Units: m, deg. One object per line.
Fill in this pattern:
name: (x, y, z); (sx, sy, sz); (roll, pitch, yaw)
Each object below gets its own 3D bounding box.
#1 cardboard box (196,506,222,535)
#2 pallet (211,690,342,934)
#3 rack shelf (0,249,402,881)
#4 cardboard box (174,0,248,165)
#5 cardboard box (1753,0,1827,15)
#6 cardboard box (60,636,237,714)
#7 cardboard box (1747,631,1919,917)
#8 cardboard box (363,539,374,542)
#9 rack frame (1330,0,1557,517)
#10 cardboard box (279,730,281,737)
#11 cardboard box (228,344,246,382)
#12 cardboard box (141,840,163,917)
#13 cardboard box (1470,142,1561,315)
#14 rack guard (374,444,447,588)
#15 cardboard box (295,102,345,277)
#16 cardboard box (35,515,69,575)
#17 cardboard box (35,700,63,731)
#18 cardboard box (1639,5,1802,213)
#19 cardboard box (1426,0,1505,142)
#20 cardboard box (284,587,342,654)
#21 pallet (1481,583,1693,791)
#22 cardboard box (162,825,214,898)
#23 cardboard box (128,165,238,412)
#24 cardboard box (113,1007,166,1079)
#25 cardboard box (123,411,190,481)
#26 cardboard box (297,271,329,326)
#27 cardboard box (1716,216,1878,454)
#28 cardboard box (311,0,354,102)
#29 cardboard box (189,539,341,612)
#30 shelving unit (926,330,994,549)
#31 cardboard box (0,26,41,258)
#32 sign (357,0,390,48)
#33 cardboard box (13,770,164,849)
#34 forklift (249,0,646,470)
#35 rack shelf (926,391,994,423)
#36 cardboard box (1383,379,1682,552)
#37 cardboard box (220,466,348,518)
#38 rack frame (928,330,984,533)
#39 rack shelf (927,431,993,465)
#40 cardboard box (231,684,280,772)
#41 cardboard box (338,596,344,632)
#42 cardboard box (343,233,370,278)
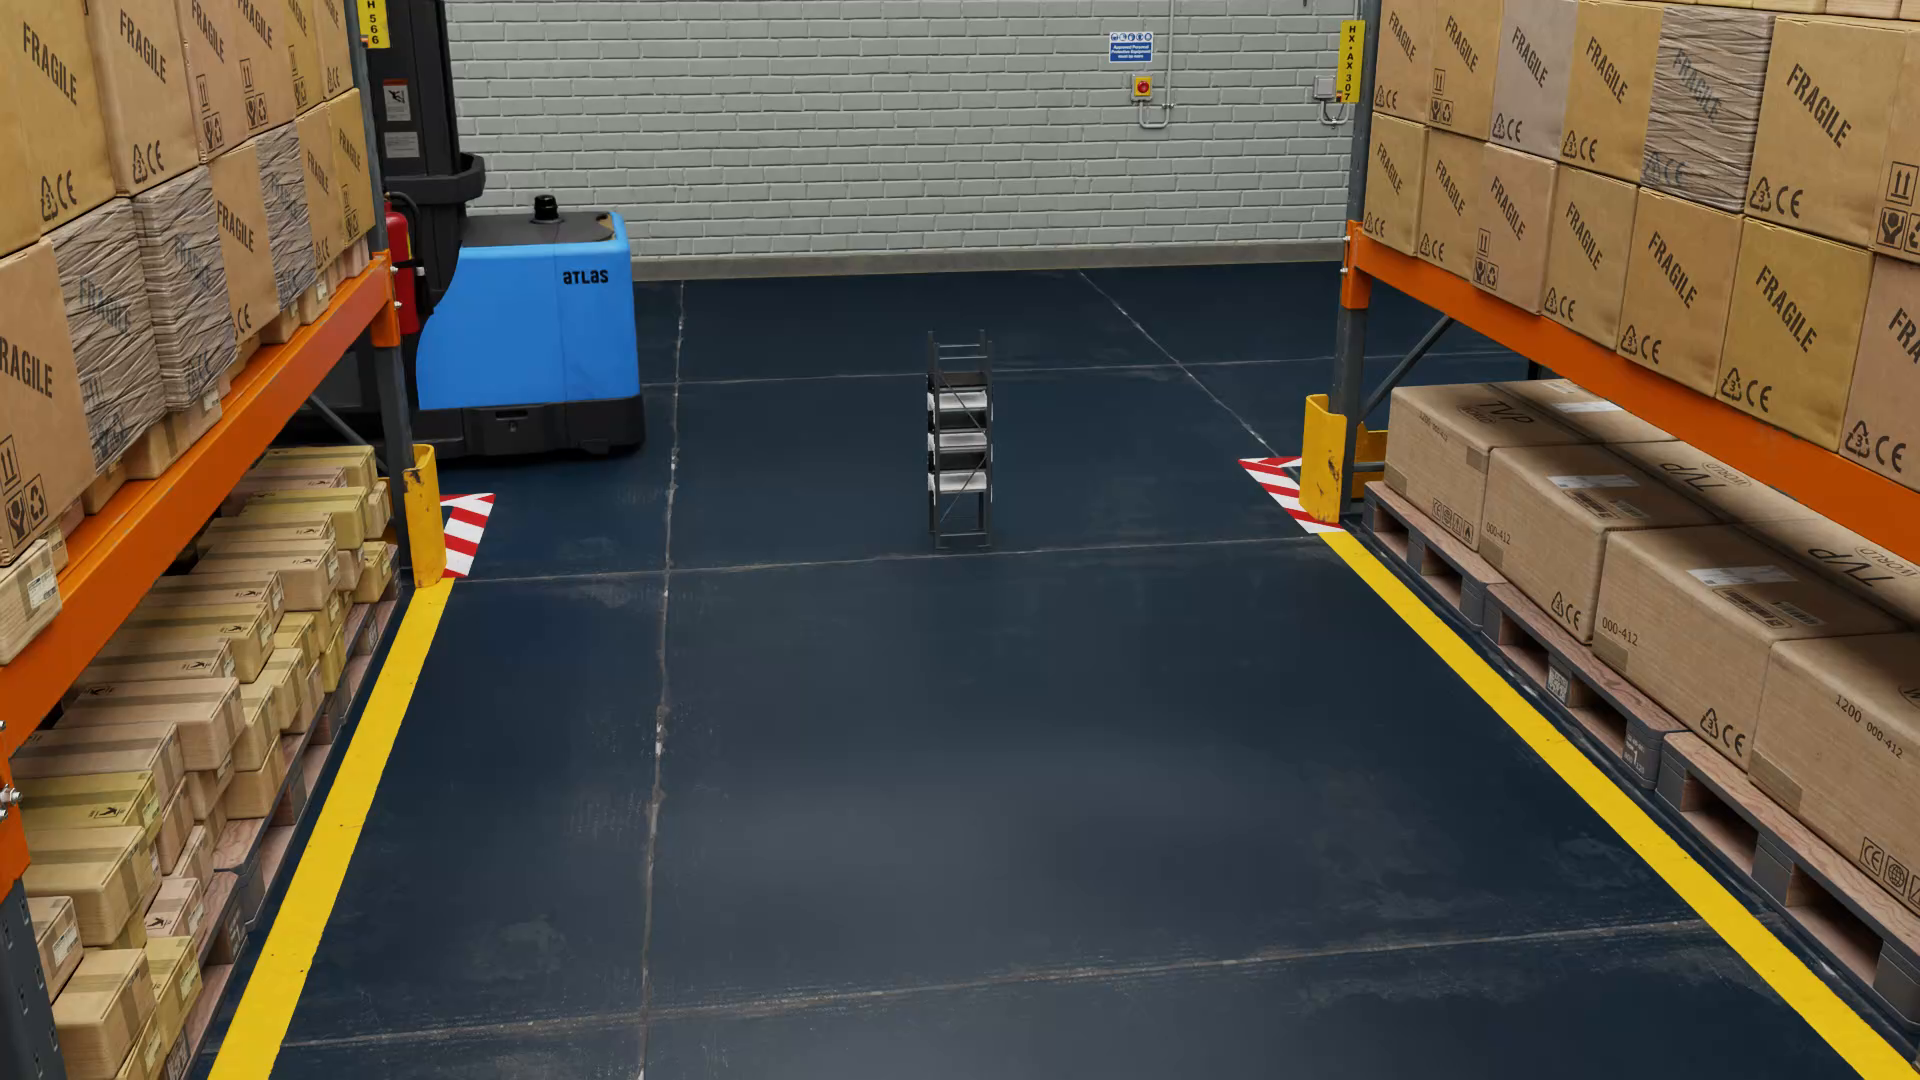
cardboard box: (-2.825, -0.123, 5.884); (0.380, 0.149, 0.250); (-3, 21, -7)
pallet: (-2.458, 0.766, 4.864); (1.003, 0.211, 1.213); (-3, 21, -8)
rack shelf: (-2.435, -0.242, 4.605); (1.077, 0.370, 4.000); (-3, 21, -8)
cardboard box: (-2.175, -1.242, 4.258); (0.500, 0.500, 0.500); (-4, 21, -10)
cardboard box: (2.295, -1.436, 4.275); (0.380, 0.149, 0.250); (-3, 21, -8)
cardboard box: (-2.195, 0.389, 4.512); (0.380, 0.149, 0.250); (-4, 21, -10)
cardboard box: (2.753, 0.610, 4.359); (0.875, 0.438, 0.875); (-3, 21, -9)
cardboard box: (-2.441, 0.039, 6.299); (0.380, 0.149, 0.250); (-3, 21, -7)
rack frame: (2.160, -1.556, 7.095); (1.000, 3.000, 0.127); (-3, 21, -8)
cardboard box: (-2.222, 0.576, 4.862); (0.380, 0.149, 0.250); (-2, 21, -6)
cardboard box: (-2.244, -0.514, 4.663); (0.380, 0.149, 0.250); (-3, 21, -7)
cardboard box: (-2.079, 0.806, 3.821); (0.380, 0.149, 0.250); (-3, 21, -8)
cardboard box: (2.101, -1.072, 5.655); (0.500, 0.500, 0.500); (-3, 21, -8)
rack guard: (-2.713, -0.074, 6.700); (1.175, 0.500, 0.348); (-3, 21, -8)
cardboard box: (-2.335, -1.136, 5.404); (0.500, 0.500, 0.500); (-3, 21, -9)
cardboard box: (-1.975, 0.031, 3.205); (0.380, 0.149, 0.250); (-2, 21, -6)
cardboard box: (-2.628, 0.562, 4.473); (0.380, 0.149, 0.250); (-4, 21, -10)
cardboard box: (2.248, -1.188, 4.537); (0.500, 0.500, 0.500); (-3, 21, -7)
cardboard box: (2.029, -1.712, 5.942); (0.500, 0.500, 0.500); (-3, 21, -9)
cardboard box: (-2.201, 0.255, 5.296); (0.380, 0.149, 0.250); (-3, 21, -7)
pallet: (2.525, 0.445, 5.724); (1.003, 0.211, 1.213); (-3, 21, -8)
cardboard box: (-2.093, 0.849, 4.130); (0.380, 0.149, 0.250); (-3, 21, -9)
cardboard box: (-2.084, -0.604, 3.978); (0.500, 0.500, 0.500); (-3, 21, -9)
cardboard box: (-1.882, 1.110, 3.431); (0.380, 0.149, 0.250); (-4, 21, -10)
cardboard box: (-2.070, -0.244, 3.941); (0.380, 0.149, 0.250); (-3, 21, -7)
cardboard box: (-2.287, -0.794, 5.414); (0.380, 0.149, 0.250); (-2, 21, -6)
cardboard box: (2.337, -0.544, 4.242); (0.500, 0.500, 0.500); (-3, 21, -9)
cardboard box: (-2.411, -1.780, 5.698); (0.500, 0.500, 0.500); (-3, 21, -9)
cardboard box: (-2.186, 0.115, 5.244); (0.380, 0.149, 0.250); (-2, 21, -6)
shelving unit: (-0.001, -0.424, 7.066); (0.258, 0.900, 0.210); (-3, 21, -8)
cardboard box: (-1.971, -0.710, 2.832); (0.500, 0.500, 0.500); (-2, 21, -6)
sign: (-2.171, -1.983, 6.132); (0.100, 0.325, 0.005); (-3, 21, -8)
cardboard box: (-2.058, 0.660, 3.785); (0.380, 0.149, 0.250); (-3, 21, -9)
forklift: (-3.157, -1.846, 7.969); (3.031, 2.935, 1.130); (-5, 21, -12)
rack shelf: (-0.001, -0.562, 7.015); (0.258, 0.077, 0.200); (-3, 21, -8)
cardboard box: (2.354, -0.329, 6.872); (0.875, 0.438, 0.875); (-4, 21, -10)
cardboard box: (-2.417, -0.151, 5.957); (0.380, 0.149, 0.250); (-3, 21, -7)
rack frame: (-0.016, -0.460, 7.160); (0.240, 0.900, 0.006); (-3, 21, -8)
rack shelf: (-0.001, -0.393, 7.078); (0.258, 0.077, 0.200); (-3, 21, -8)
cardboard box: (-2.105, 0.525, 4.573); (0.380, 0.149, 0.250); (-3, 21, -8)
cardboard box: (-2.303, 0.304, 5.590); (0.380, 0.149, 0.250); (-3, 21, -7)
cardboard box: (-2.397, -1.055, 6.113); (0.380, 0.149, 0.250); (-3, 21, -8)
